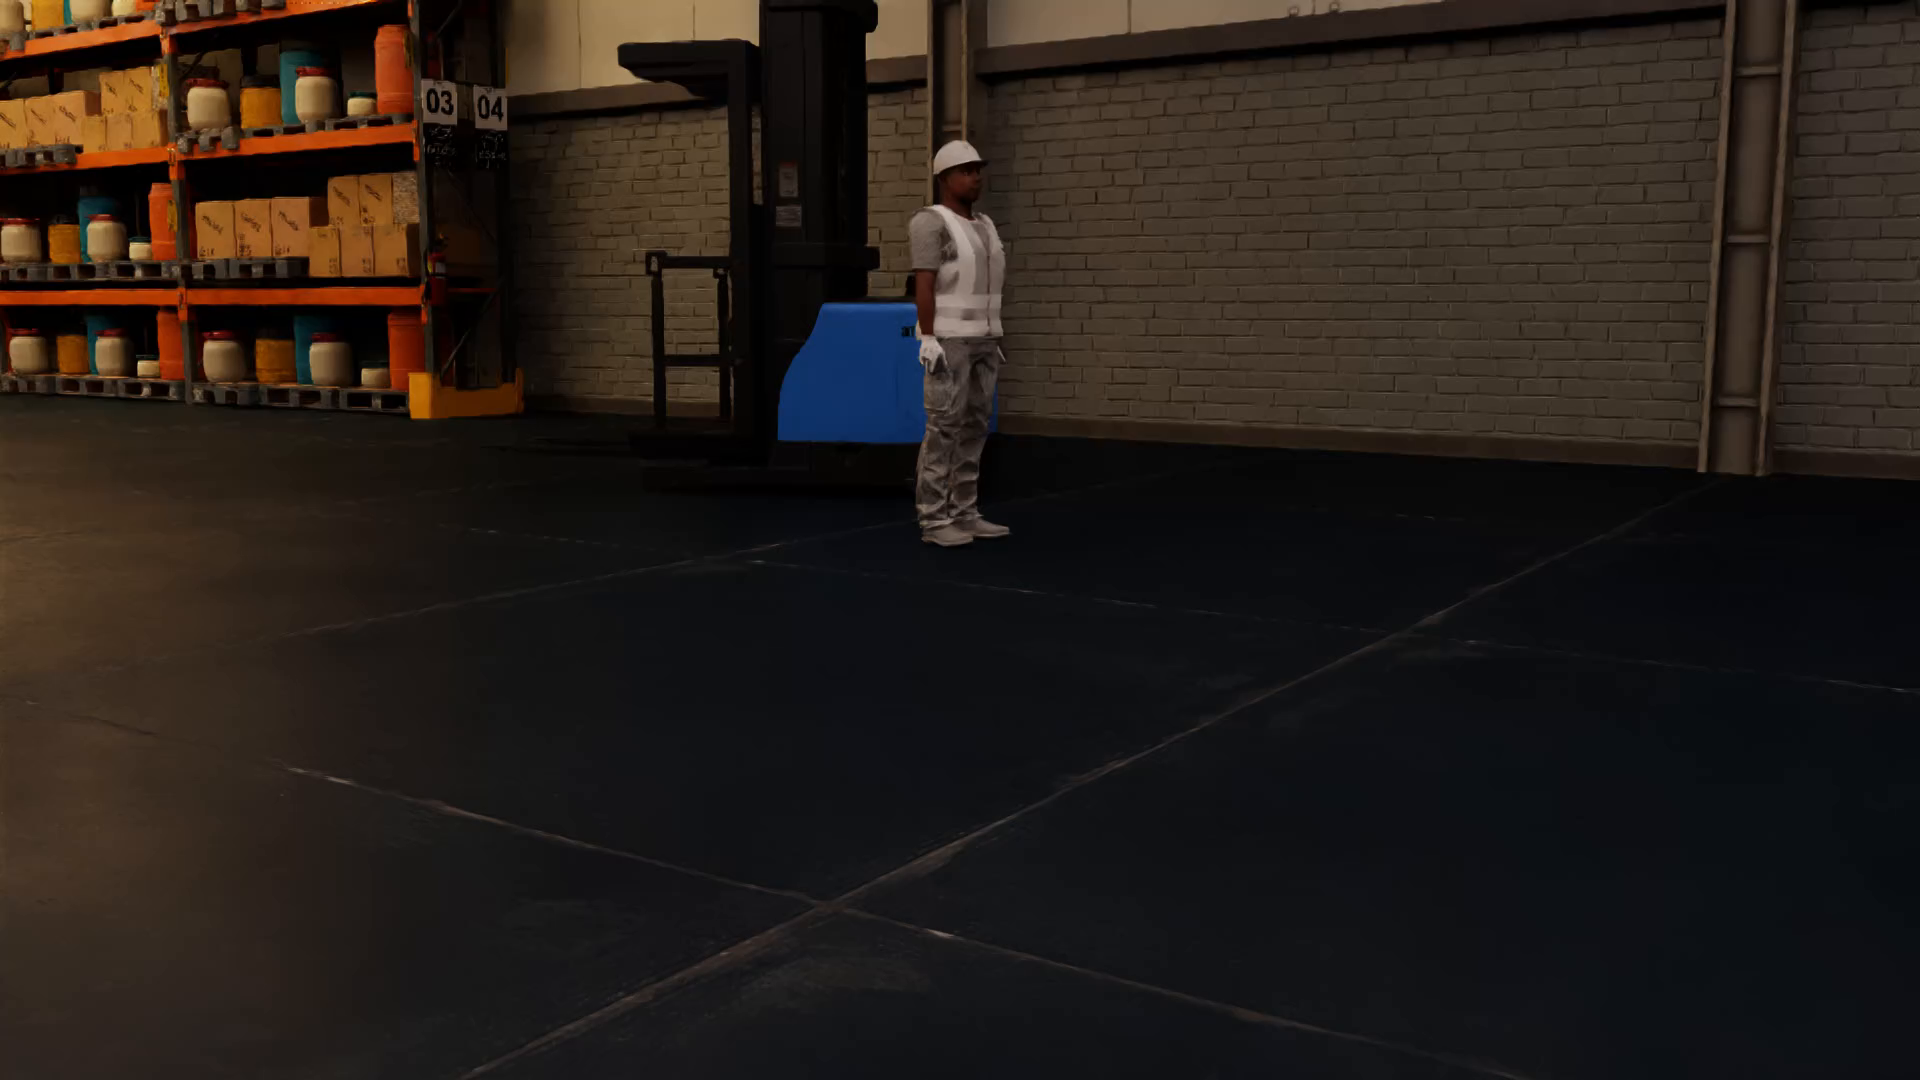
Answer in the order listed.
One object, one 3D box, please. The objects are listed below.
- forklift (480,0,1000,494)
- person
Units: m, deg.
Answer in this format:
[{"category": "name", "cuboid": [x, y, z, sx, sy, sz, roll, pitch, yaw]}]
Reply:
[{"category": "forklift", "cuboid": [-1.336, -1.789, 9.772, 3.031, 2.935, 1.130, 2, 8, 14]}, {"category": "person", "cuboid": [0.012, -0.884, 7.471, 0.365, 1.790, 0.546, 5, 10, 34]}]
